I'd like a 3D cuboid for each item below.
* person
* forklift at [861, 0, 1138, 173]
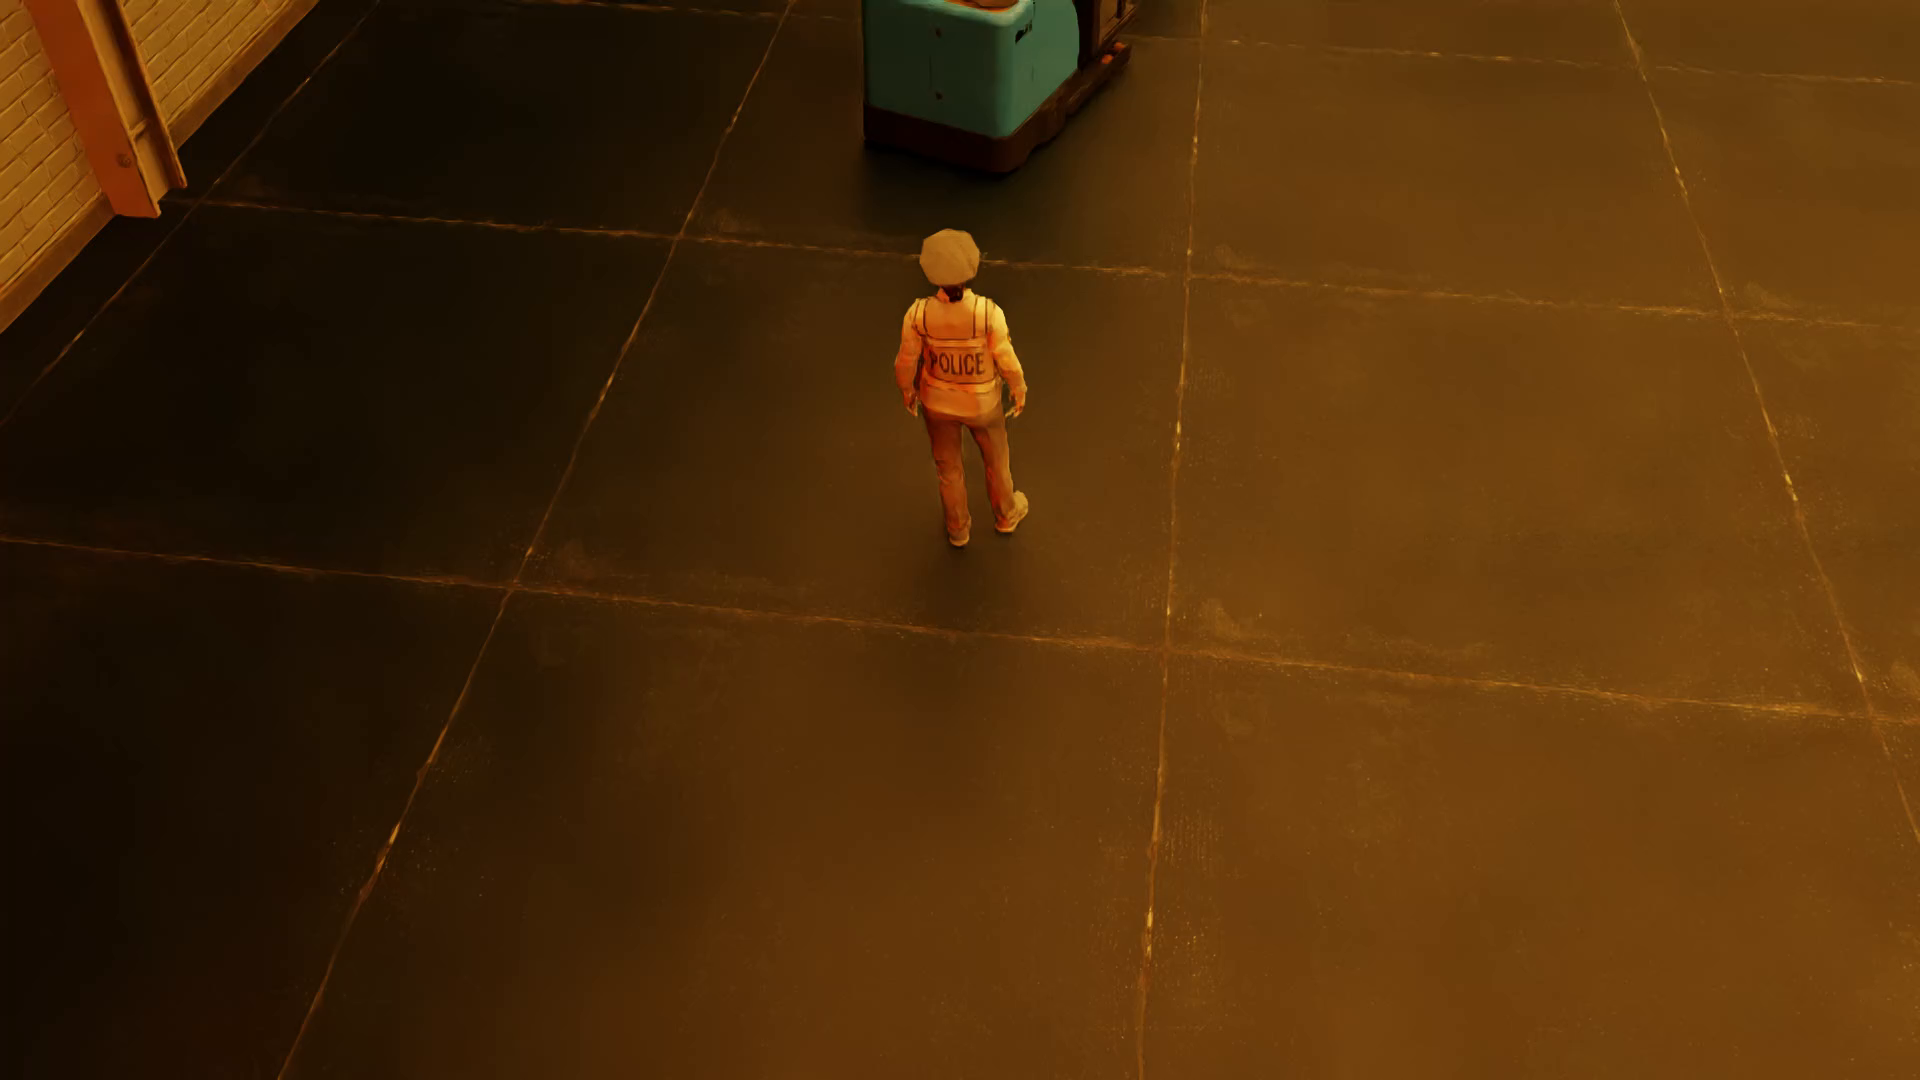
[{"bbox_3d":[0.016,-0.674,7.361,0.586,1.695,0.533,5,43,6],"label":"person"},{"bbox_3d":[0.519,-4.333,10.441,1.130,2.935,3.031,19,46,20],"label":"forklift"}]
